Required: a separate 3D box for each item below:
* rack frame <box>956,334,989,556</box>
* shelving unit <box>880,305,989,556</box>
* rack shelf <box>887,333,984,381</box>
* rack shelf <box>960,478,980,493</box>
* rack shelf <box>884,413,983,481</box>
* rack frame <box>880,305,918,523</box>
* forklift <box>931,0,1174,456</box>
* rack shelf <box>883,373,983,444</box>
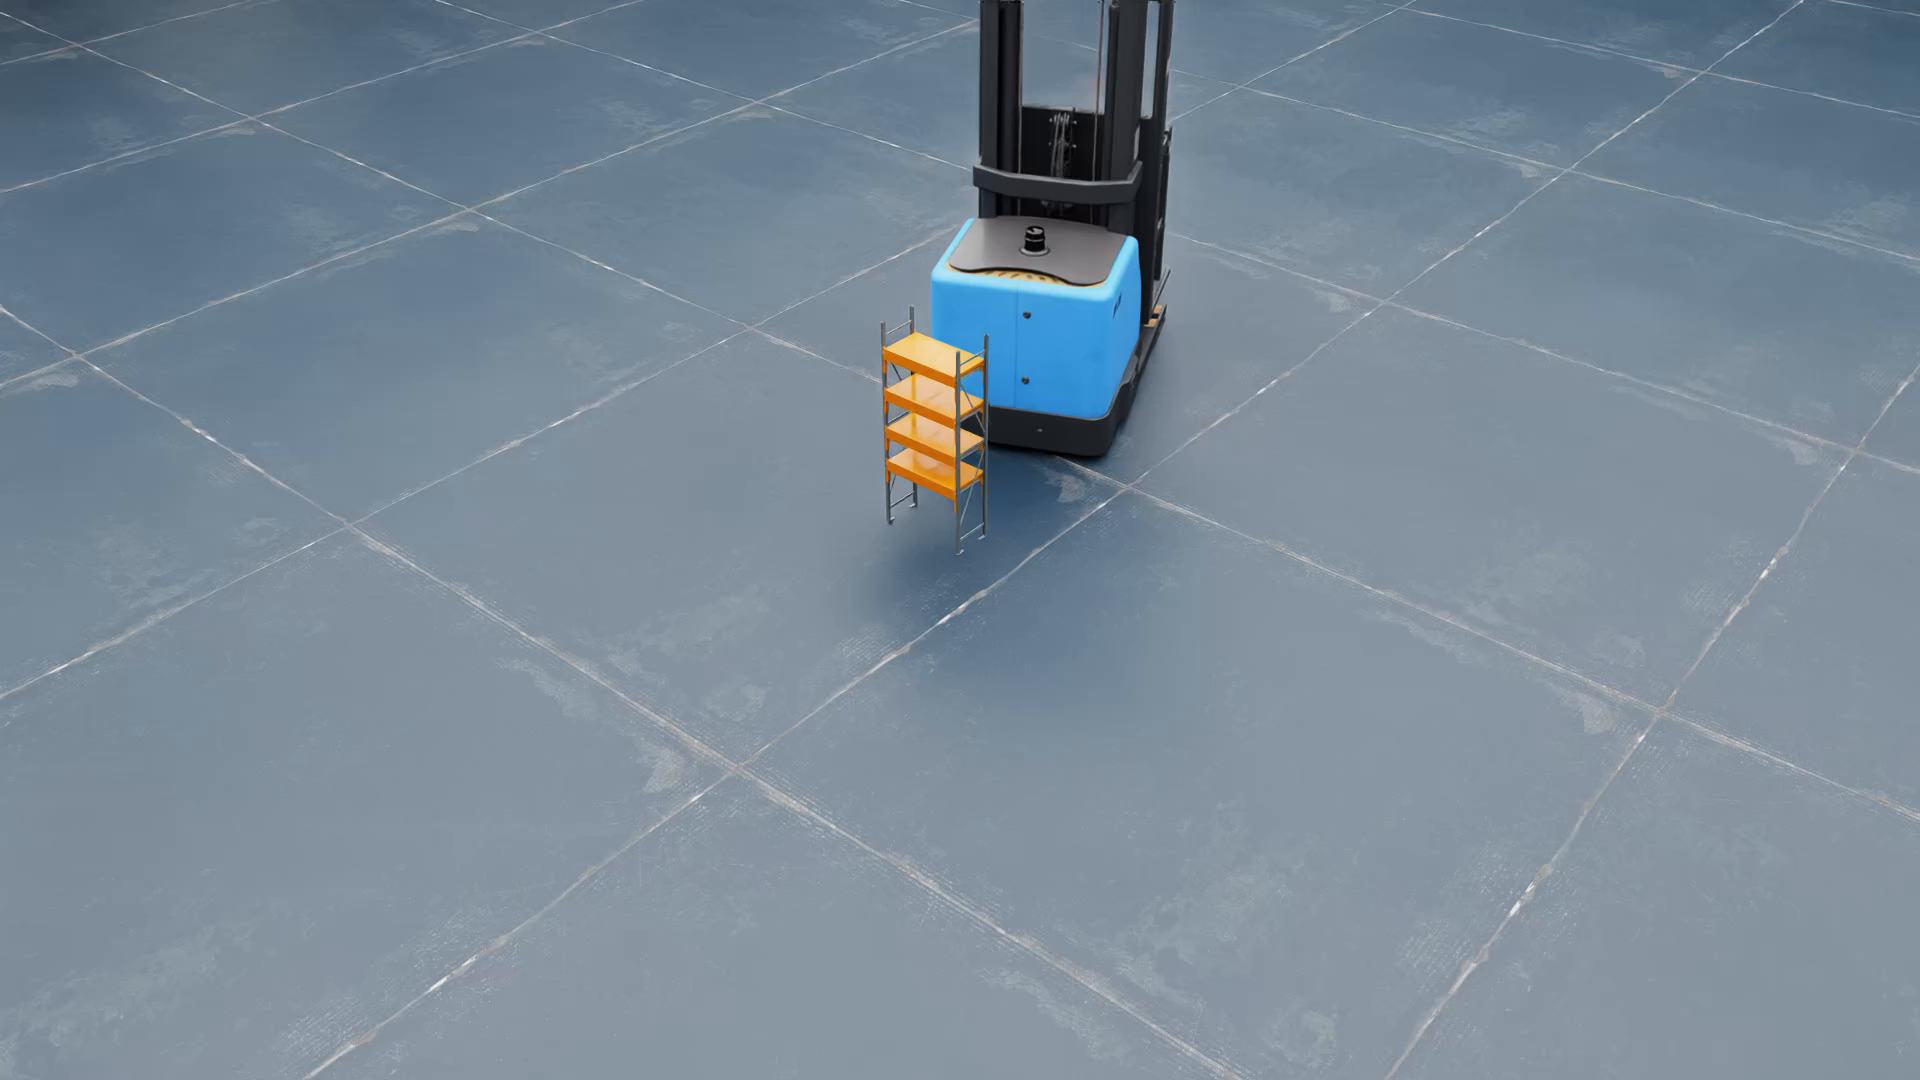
[{"bbox_3d":[0.060,-0.466,8.451,0.015,1.200,0.240,25,42,32],"label":"rack frame"},{"bbox_3d":[-0.127,-0.555,8.580,0.503,1.200,0.258,25,42,32],"label":"shelving unit"},{"bbox_3d":[-0.127,-0.911,8.335,0.457,0.050,0.221,25,42,32],"label":"rack shelf"},{"bbox_3d":[-0.127,-0.359,8.714,0.442,0.029,0.199,25,42,32],"label":"rack shelf"},{"bbox_3d":[-0.127,-0.499,8.618,0.480,0.148,0.258,25,42,32],"label":"rack shelf"},{"bbox_3d":[-0.315,-0.643,8.709,0.015,1.200,0.240,25,42,32],"label":"rack frame"},{"bbox_3d":[0.715,-2.514,9.903,1.130,2.935,3.031,9,36,13],"label":"forklift"},{"bbox_3d":[-0.127,-0.683,8.491,0.480,0.148,0.258,25,42,32],"label":"rack shelf"}]
